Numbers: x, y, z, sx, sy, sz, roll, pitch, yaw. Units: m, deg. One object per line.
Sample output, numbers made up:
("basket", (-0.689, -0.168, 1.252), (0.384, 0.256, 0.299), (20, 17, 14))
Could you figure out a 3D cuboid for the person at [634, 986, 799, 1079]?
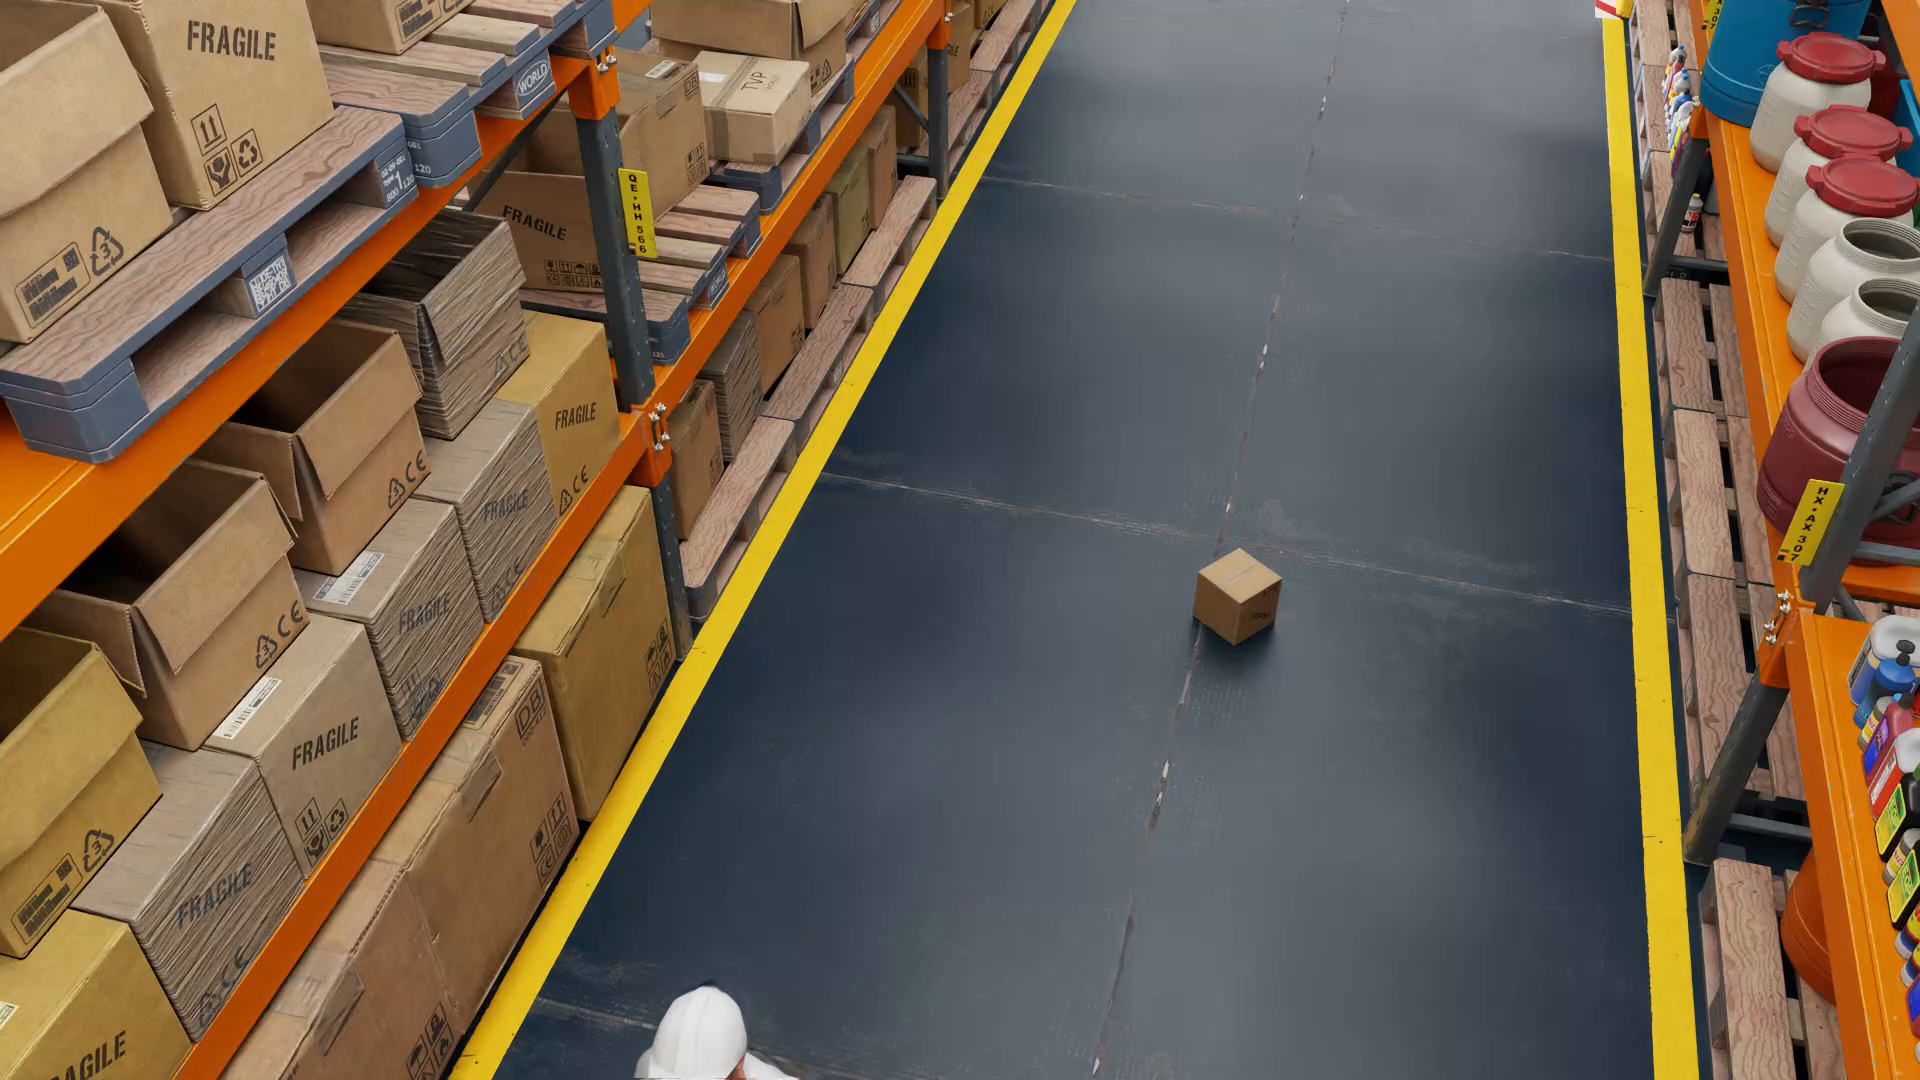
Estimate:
("person", (-0.550, 1.695, 4.162), (0.560, 1.764, 0.946), (15, 43, 17))
